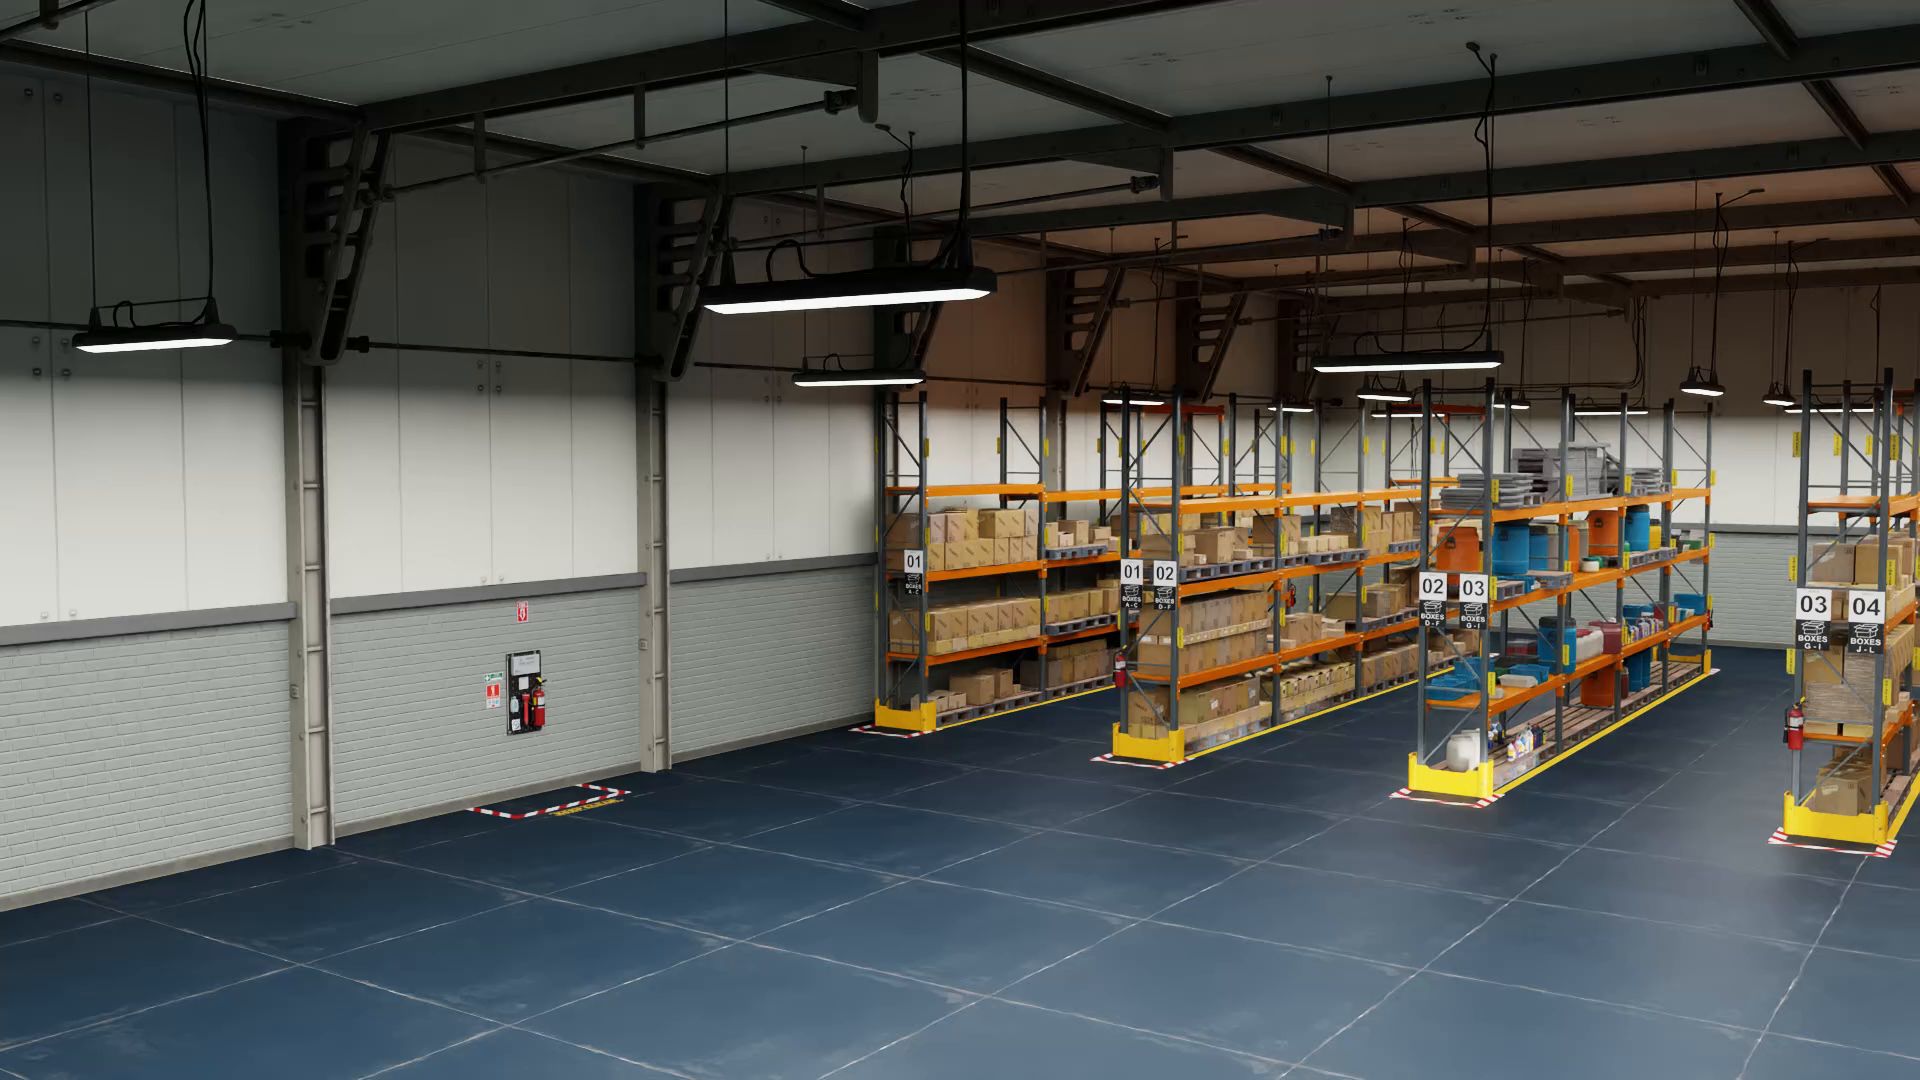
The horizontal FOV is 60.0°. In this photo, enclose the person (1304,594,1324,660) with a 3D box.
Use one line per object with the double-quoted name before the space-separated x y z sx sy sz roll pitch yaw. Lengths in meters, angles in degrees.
"person" 8.060 2.061 37.949 0.517 1.671 0.486 -1 3 -19
